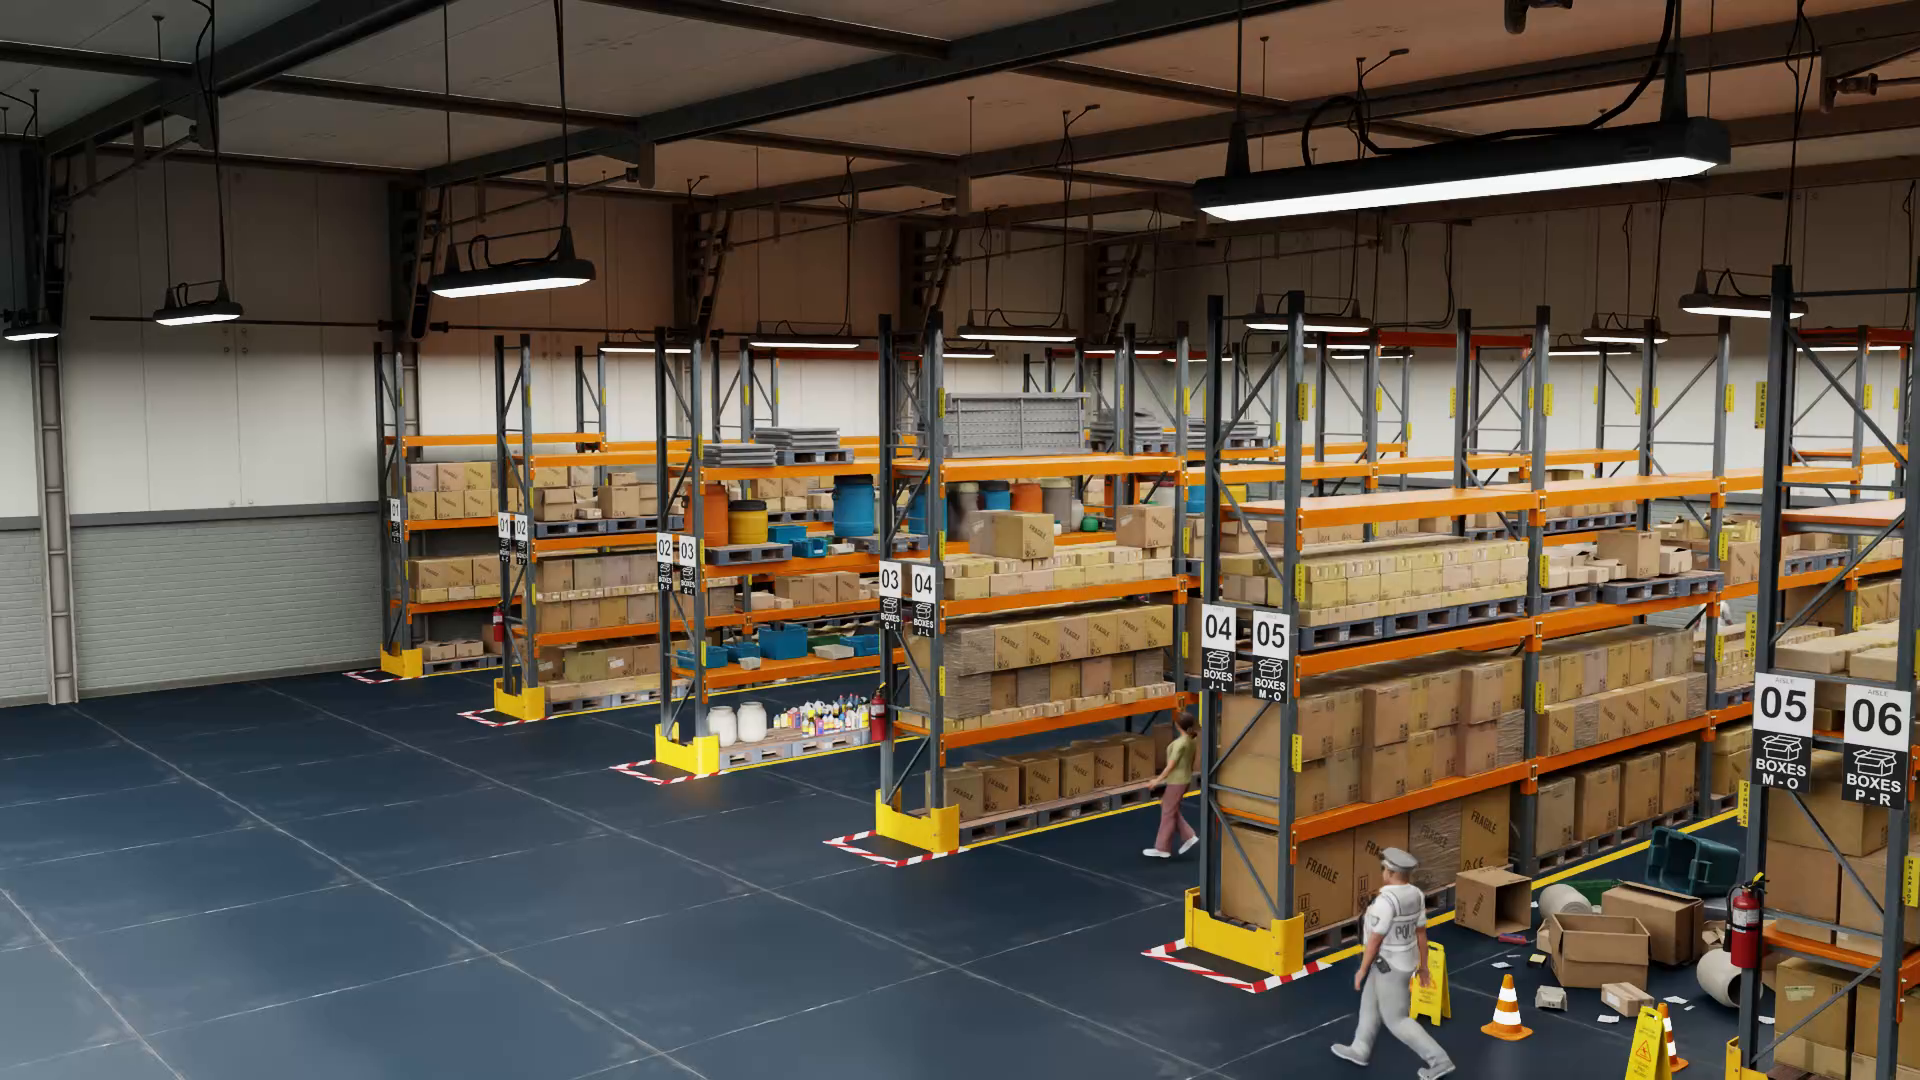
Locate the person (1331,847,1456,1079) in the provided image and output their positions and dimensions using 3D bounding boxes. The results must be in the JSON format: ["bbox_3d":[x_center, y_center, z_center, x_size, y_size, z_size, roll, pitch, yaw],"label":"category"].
[{"bbox_3d":[3.226,3.167,12.434,0.983,1.736,0.511,3,6,28],"label":"person"}]

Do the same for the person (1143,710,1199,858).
[{"bbox_3d":[2.322,2.675,18.273,0.614,1.654,0.513,2,6,19],"label":"person"}]

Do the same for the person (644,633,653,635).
[{"bbox_3d":[-5.682,1.477,31.370,0.606,1.715,0.556,0,5,0],"label":"person"}]

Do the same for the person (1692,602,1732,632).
[{"bbox_3d":[13.054,1.665,28.900,0.700,1.738,1.058,5,7,43],"label":"person"}]
